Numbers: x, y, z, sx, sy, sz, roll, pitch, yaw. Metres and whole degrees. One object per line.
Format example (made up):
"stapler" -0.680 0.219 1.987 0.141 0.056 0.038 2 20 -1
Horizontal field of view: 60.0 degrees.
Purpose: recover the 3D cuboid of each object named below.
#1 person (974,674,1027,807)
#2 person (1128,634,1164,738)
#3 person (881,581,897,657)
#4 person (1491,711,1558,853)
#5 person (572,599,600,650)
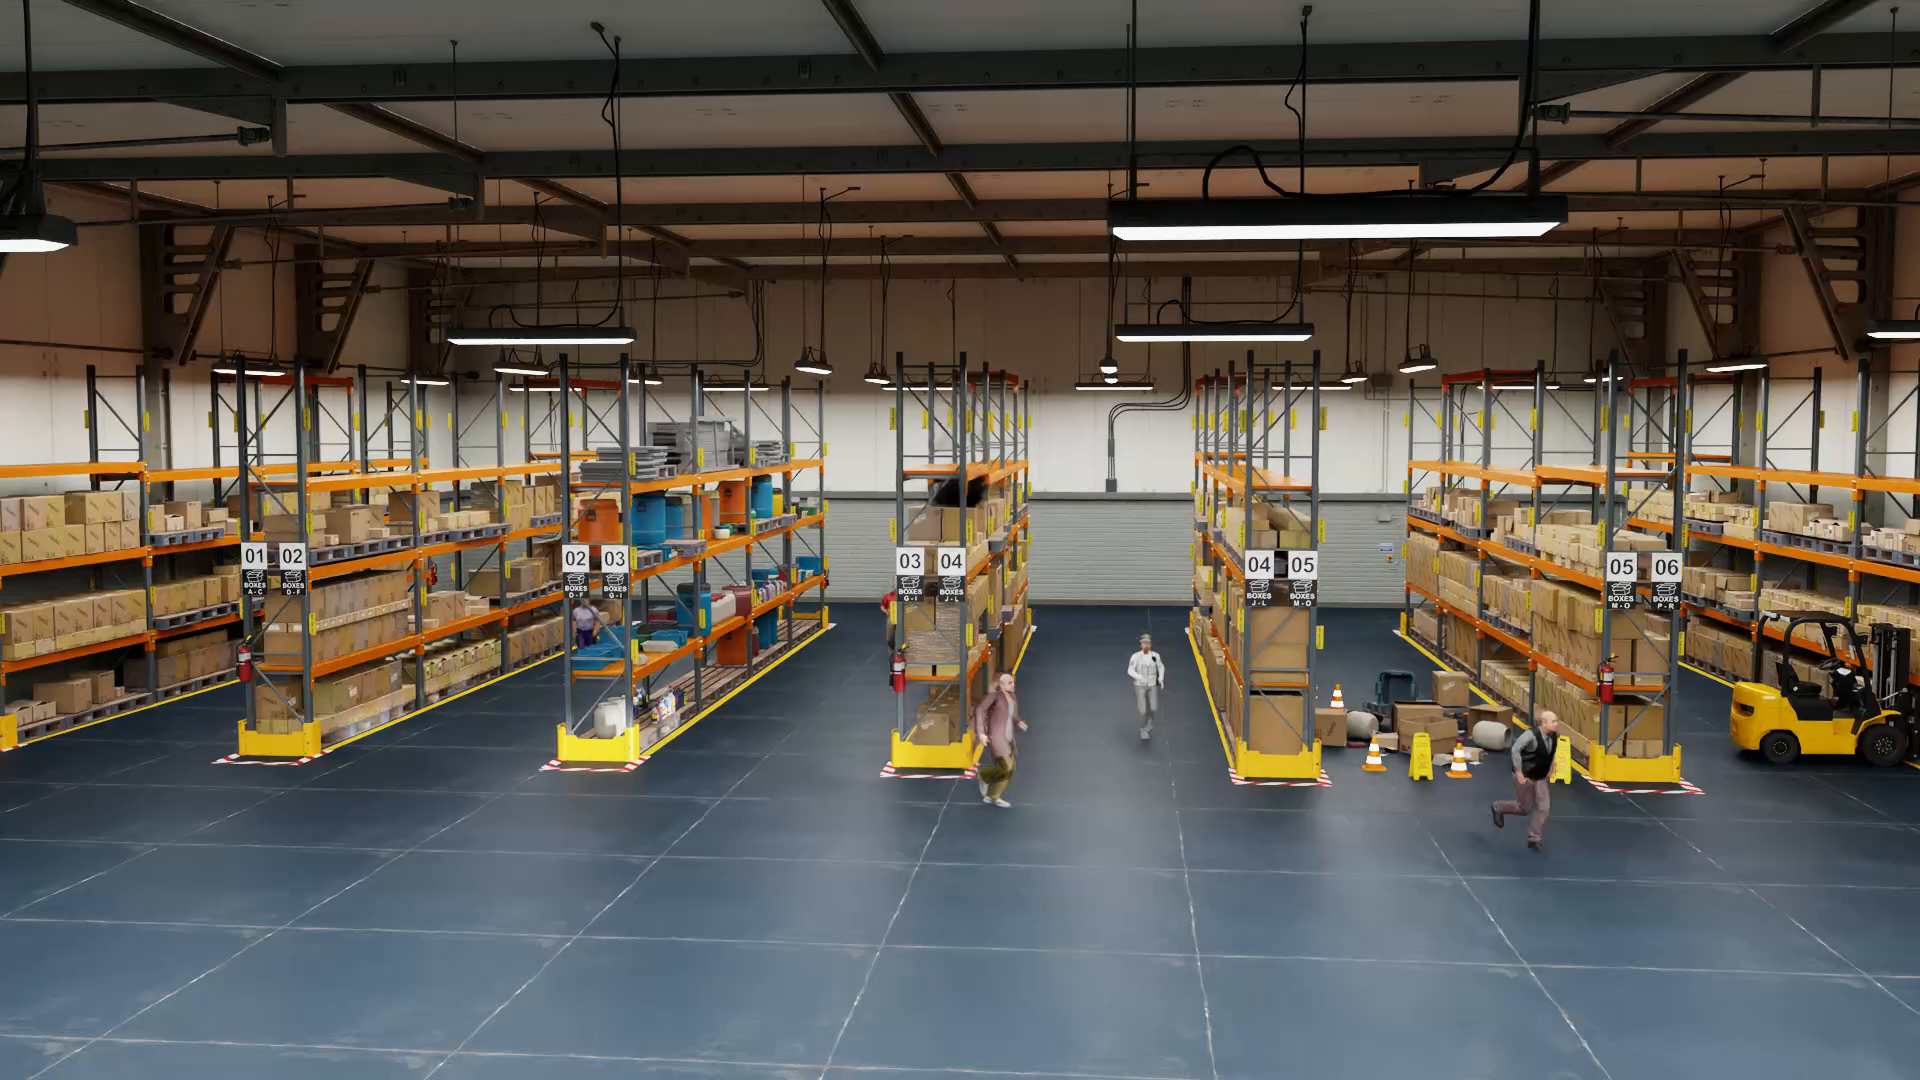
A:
"person" 0.556 2.607 21.627 0.672 1.731 0.702 3 5 40
"person" 2.955 2.316 26.241 0.605 1.654 0.538 0 4 -3
"person" -1.319 1.694 34.675 0.674 1.682 0.782 0 4 0
"person" 6.679 2.803 19.650 0.661 1.674 0.893 -3 5 -35
"person" -7.376 1.882 32.695 0.612 1.613 0.533 0 4 -5
